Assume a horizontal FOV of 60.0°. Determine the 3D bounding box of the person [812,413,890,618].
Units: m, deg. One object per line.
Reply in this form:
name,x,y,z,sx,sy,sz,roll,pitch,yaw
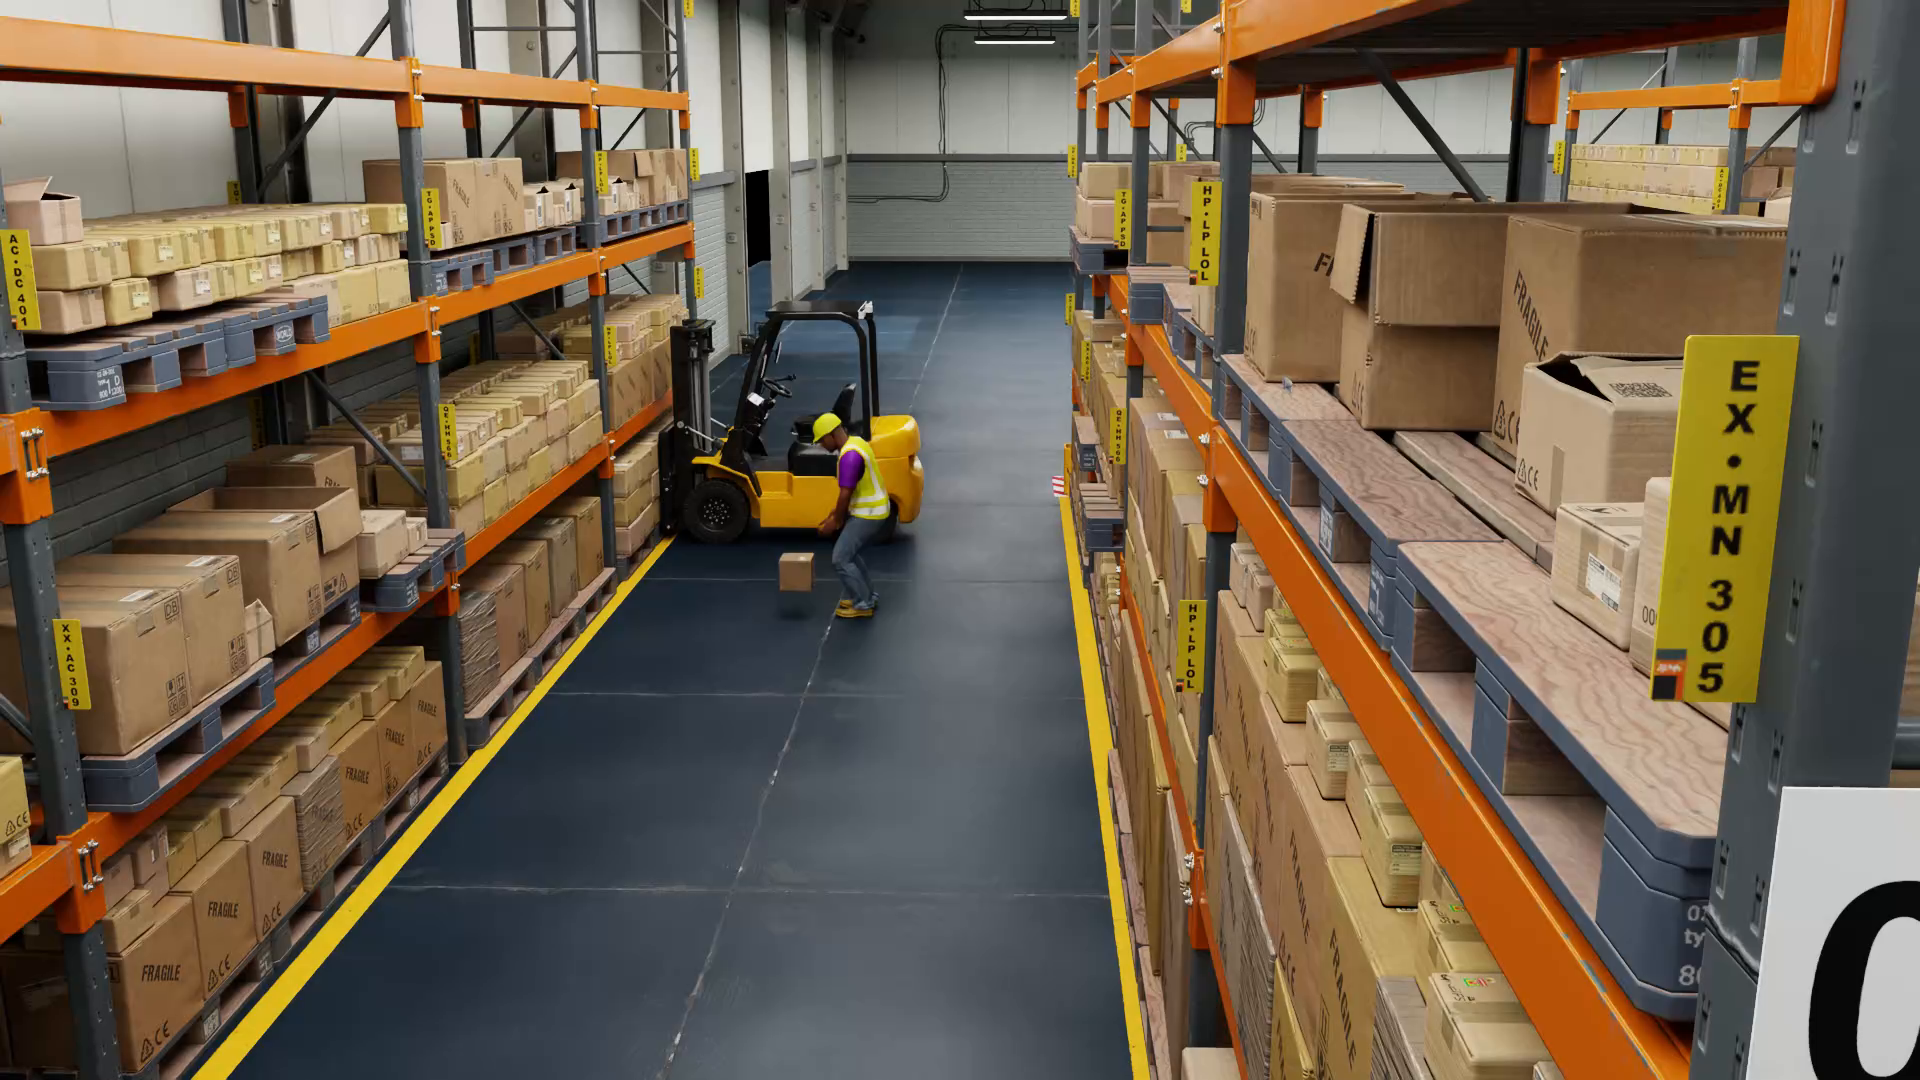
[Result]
person,-0.854,-0.199,13.083,0.597,1.613,0.616,1,14,2
